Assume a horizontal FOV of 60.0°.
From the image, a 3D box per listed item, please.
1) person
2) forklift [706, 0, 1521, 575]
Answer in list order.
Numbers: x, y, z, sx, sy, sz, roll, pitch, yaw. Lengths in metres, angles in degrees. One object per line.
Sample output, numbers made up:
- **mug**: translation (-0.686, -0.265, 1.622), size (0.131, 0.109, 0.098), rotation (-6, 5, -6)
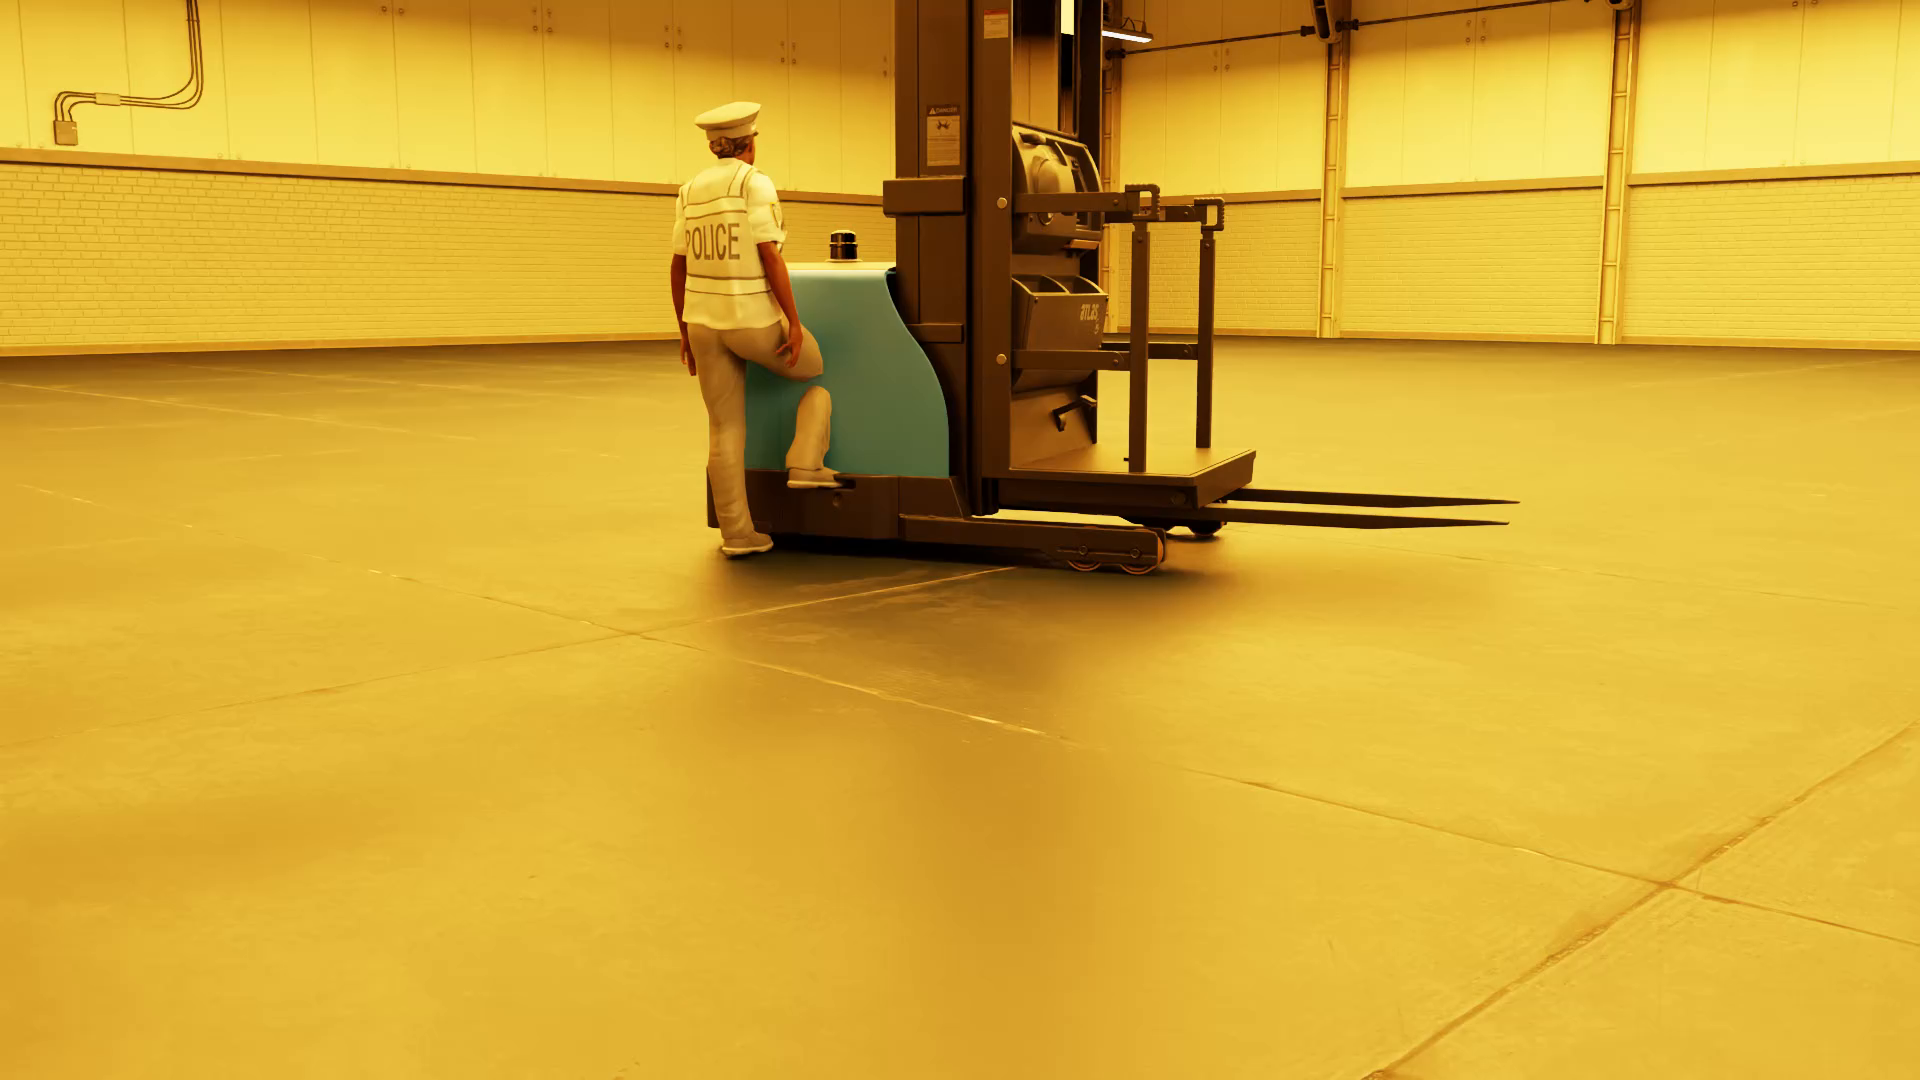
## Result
- **person**: translation (-0.751, -0.787, 6.243), size (0.572, 1.682, 0.567), rotation (5, 10, 29)
- **forklift**: translation (0.565, -1.416, 6.275), size (3.031, 2.935, 1.130), rotation (3, 9, 22)
